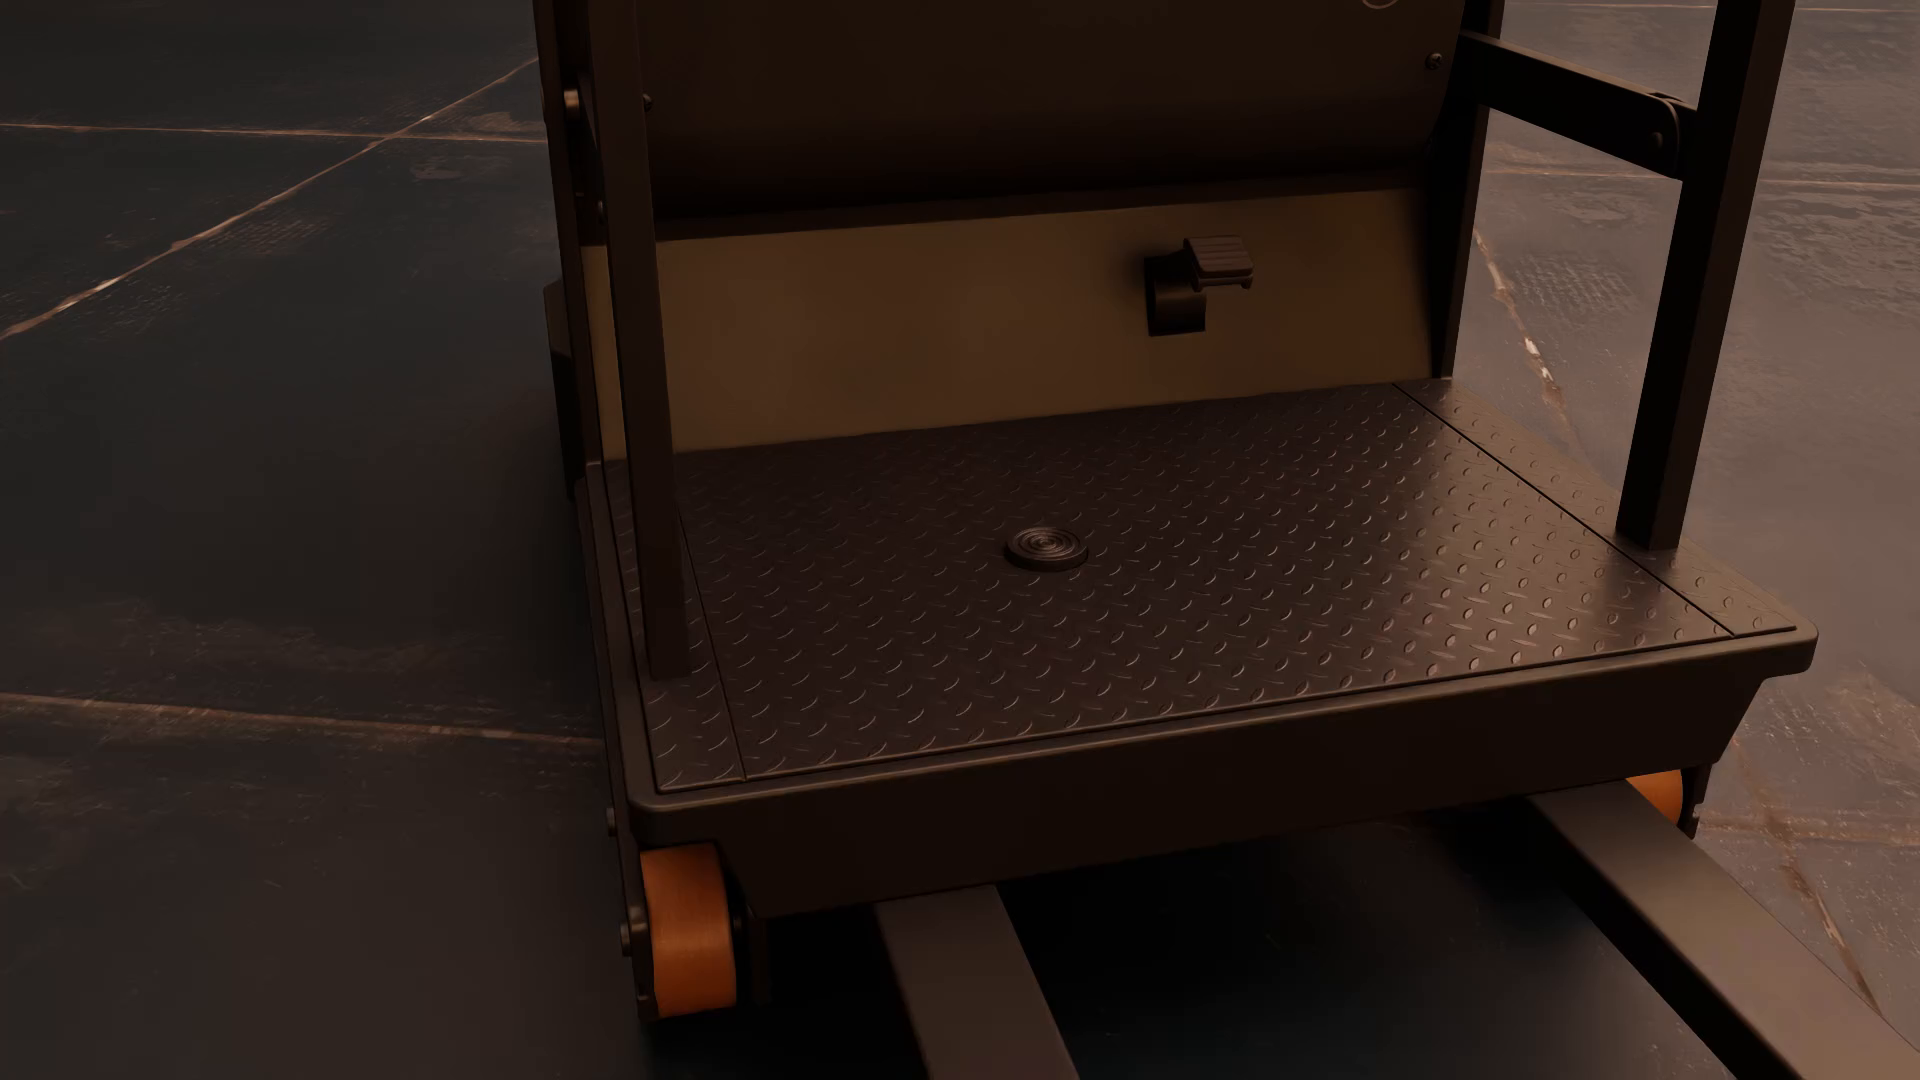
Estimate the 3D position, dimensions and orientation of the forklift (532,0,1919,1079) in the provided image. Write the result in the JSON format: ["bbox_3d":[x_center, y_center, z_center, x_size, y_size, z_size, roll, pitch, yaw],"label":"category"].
[{"bbox_3d":[0.153,-1.049,1.319,1.130,2.935,3.031,-7,27,-13],"label":"forklift"}]
